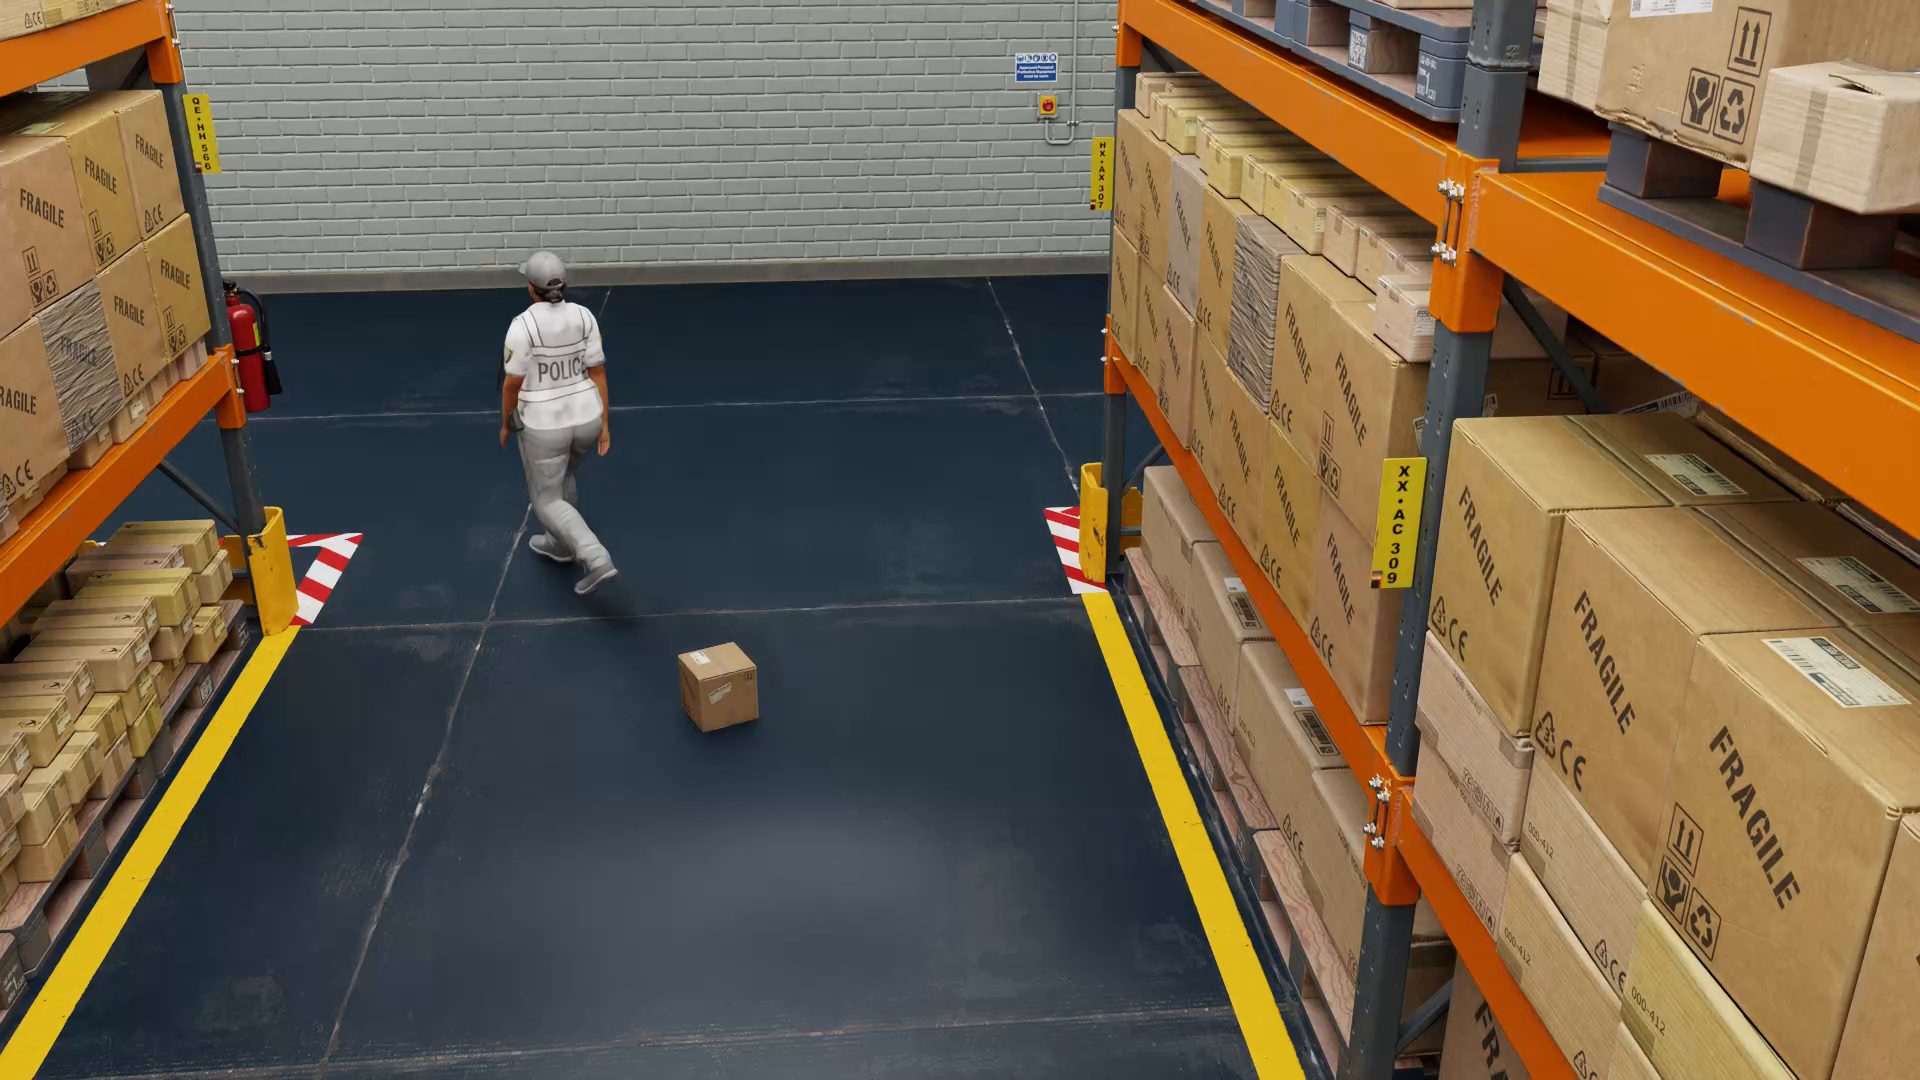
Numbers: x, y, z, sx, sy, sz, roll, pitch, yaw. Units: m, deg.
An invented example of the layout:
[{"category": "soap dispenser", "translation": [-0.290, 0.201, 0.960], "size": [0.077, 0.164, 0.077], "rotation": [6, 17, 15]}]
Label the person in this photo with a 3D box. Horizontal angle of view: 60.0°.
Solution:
[{"category": "person", "translation": [-1.888, -0.554, 7.829], "size": [0.949, 1.616, 0.473], "rotation": [20, 31, 38]}]
